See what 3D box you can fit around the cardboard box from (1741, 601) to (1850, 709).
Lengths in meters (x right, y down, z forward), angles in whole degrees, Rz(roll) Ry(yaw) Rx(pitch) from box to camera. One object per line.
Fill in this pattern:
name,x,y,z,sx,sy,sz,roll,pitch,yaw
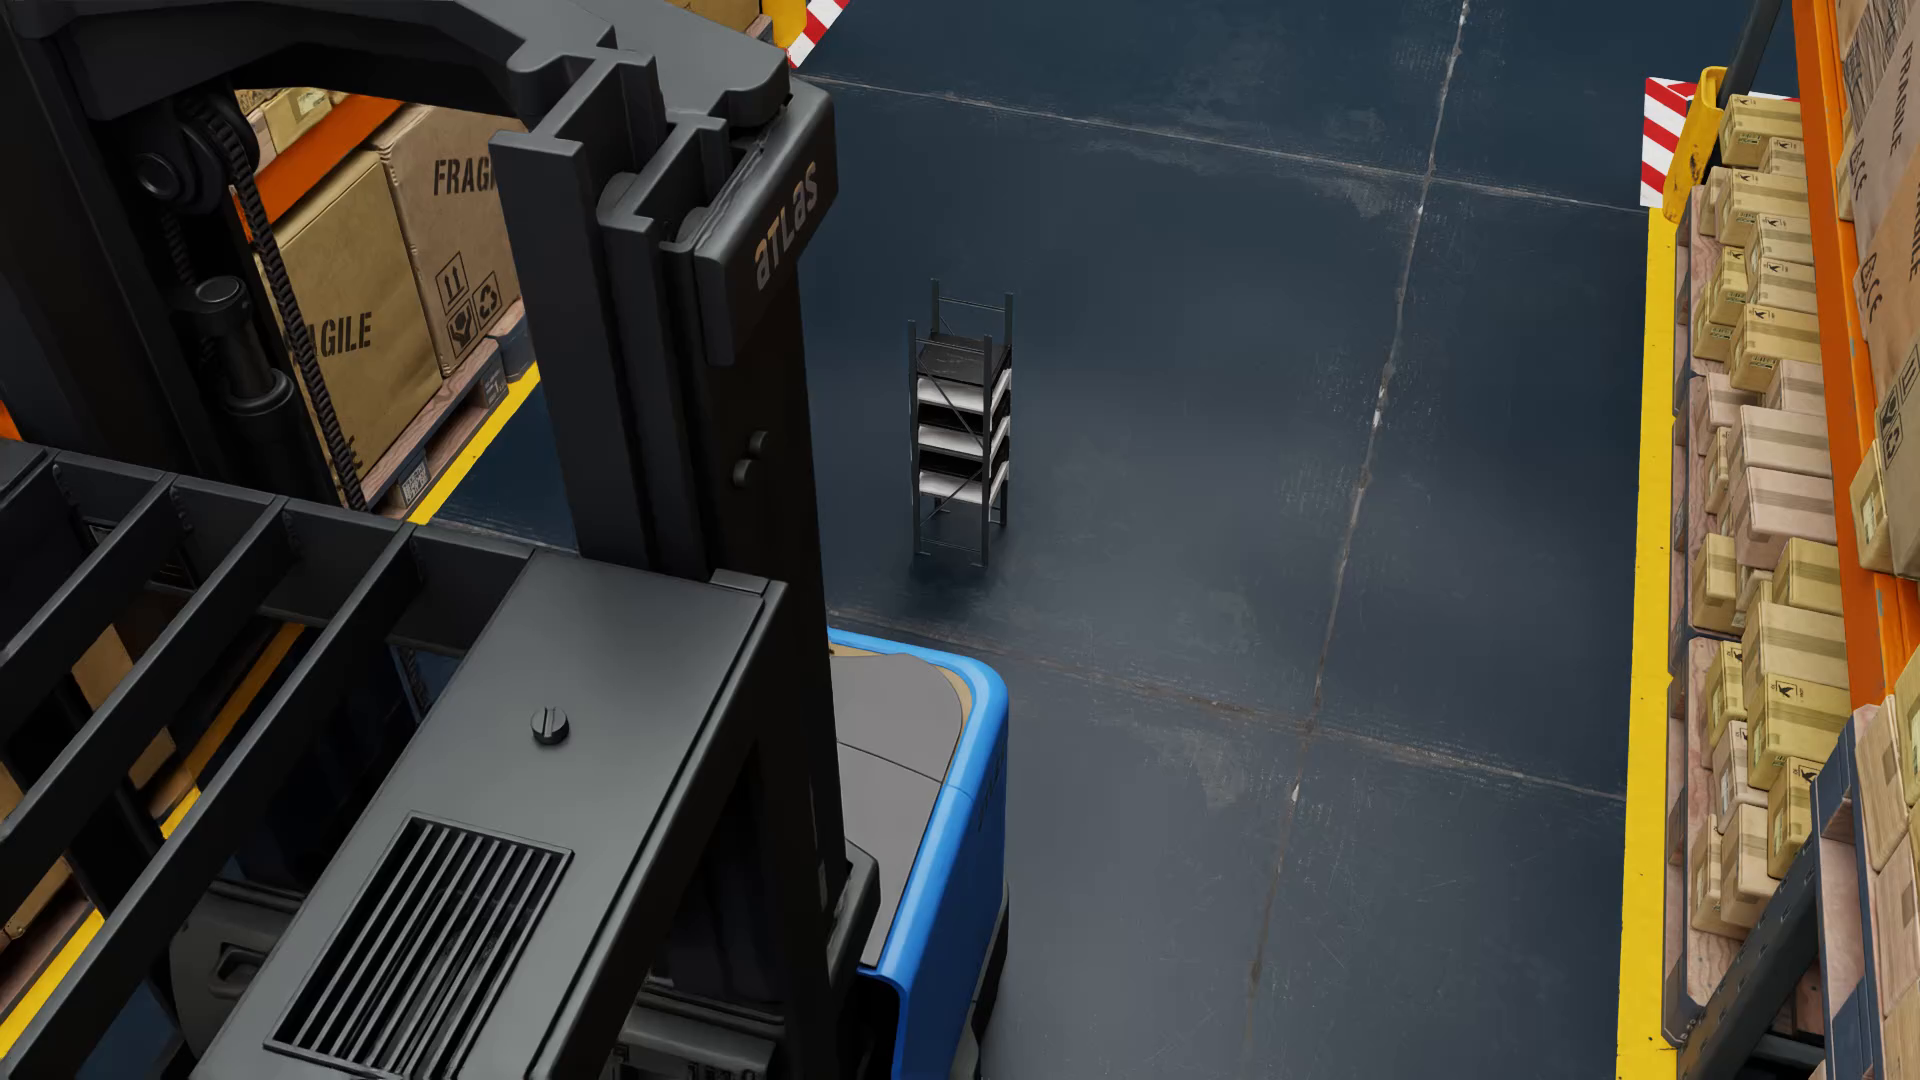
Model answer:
cardboard box,2.146,0.323,4.088,0.380,0.149,0.250,12,46,12

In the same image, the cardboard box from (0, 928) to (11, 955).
cardboard box,-2.962,0.823,3.483,1.225,0.875,0.875,11,45,11

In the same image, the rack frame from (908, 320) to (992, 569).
rack frame,-0.028,-0.259,4.872,0.240,0.900,0.006,13,46,12

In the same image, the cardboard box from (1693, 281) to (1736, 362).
cardboard box,2.674,-0.705,5.564,0.380,0.149,0.250,13,46,13

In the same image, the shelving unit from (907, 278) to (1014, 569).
shelving unit,0.002,-0.327,4.941,0.258,0.900,0.210,13,46,12

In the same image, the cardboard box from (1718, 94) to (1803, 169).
cardboard box,2.907,-1.428,5.877,0.380,0.149,0.250,11,45,11

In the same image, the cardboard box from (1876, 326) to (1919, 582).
cardboard box,2.056,-0.219,3.045,0.500,0.500,0.500,13,46,13

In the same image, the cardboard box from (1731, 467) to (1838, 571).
cardboard box,2.293,-0.034,4.453,0.380,0.149,0.250,10,45,11

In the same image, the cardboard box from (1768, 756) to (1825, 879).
cardboard box,2.038,0.669,3.734,0.380,0.149,0.250,14,46,14

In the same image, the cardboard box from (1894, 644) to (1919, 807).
cardboard box,1.621,0.304,2.462,0.380,0.149,0.250,13,46,13

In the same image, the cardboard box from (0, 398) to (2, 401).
cardboard box,-2.399,-0.479,3.523,0.500,0.500,0.500,13,46,13

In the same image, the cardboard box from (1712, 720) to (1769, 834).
cardboard box,2.041,0.607,4.010,0.380,0.149,0.250,11,45,11

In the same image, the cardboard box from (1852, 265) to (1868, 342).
cardboard box,2.309,-0.559,3.857,0.380,0.149,0.250,11,45,11

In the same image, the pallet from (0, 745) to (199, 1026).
pallet,-2.680,0.714,4.369,1.003,0.211,1.213,13,46,13

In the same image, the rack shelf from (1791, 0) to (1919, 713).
rack shelf,2.784,-0.771,4.408,1.077,0.370,4.000,13,46,13

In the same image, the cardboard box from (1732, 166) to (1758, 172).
cardboard box,2.987,-1.304,5.963,0.380,0.149,0.250,14,46,14

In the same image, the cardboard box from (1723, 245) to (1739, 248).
cardboard box,2.925,-1.019,5.885,0.380,0.149,0.250,12,46,12

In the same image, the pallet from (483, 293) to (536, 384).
pallet,-1.845,-1.122,6.246,1.003,0.211,1.213,13,46,12

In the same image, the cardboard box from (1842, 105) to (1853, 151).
cardboard box,2.556,-1.074,4.383,0.380,0.149,0.250,14,46,14

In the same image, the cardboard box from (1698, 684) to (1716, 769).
cardboard box,2.150,0.495,4.338,0.380,0.149,0.250,11,45,11

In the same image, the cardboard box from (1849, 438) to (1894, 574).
cardboard box,2.016,-0.040,3.326,0.380,0.149,0.250,11,46,11

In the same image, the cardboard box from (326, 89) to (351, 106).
cardboard box,-1.875,-1.376,4.691,0.380,0.149,0.250,11,46,11

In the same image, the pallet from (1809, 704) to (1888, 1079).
pallet,1.808,0.852,2.372,1.003,0.211,1.213,13,46,13

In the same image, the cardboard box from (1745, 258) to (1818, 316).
cardboard box,2.651,-0.712,5.146,0.380,0.149,0.250,14,46,14

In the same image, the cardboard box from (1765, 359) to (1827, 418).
cardboard box,2.543,-0.358,4.784,0.380,0.149,0.250,13,46,13

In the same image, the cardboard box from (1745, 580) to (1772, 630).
cardboard box,2.275,0.279,4.346,0.380,0.149,0.250,13,46,13

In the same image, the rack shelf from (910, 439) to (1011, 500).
rack shelf,0.002,-0.239,5.027,0.258,0.077,0.200,13,46,12

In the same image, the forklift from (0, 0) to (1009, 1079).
forklift,-0.773,0.880,2.255,1.130,2.935,3.031,11,45,11

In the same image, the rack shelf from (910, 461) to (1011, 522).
rack shelf,0.002,-0.175,5.090,0.258,0.077,0.200,13,46,12

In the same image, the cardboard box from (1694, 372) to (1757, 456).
cardboard box,2.530,-0.367,5.219,0.380,0.149,0.250,10,45,11

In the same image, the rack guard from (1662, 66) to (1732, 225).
rack guard,3.367,-1.417,6.341,1.175,0.500,0.348,13,46,13

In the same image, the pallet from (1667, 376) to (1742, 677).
pallet,2.716,0.031,5.068,1.003,0.211,1.213,13,46,13

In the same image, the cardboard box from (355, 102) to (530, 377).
cardboard box,-1.969,-1.226,5.578,0.875,0.875,0.875,13,46,13

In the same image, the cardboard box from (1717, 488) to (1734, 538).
cardboard box,2.429,-0.009,4.853,0.380,0.149,0.250,13,46,13

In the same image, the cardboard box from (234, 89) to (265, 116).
cardboard box,-2.126,-1.123,4.148,0.500,0.250,0.500,12,46,12

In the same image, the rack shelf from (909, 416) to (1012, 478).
rack shelf,0.002,-0.303,4.964,0.258,0.077,0.200,13,46,12

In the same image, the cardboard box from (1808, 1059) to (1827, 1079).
cardboard box,1.703,1.217,2.813,0.500,0.250,0.500,11,45,11

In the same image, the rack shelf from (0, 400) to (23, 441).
rack shelf,-3.124,0.777,2.825,1.077,0.370,4.000,13,46,13

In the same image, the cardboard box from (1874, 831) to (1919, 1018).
cardboard box,1.543,0.596,2.376,0.380,0.149,0.250,13,46,13

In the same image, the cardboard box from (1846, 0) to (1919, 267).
cardboard box,2.366,-0.896,3.737,0.500,0.500,0.500,12,46,12

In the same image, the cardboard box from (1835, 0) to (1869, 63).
cardboard box,2.693,-1.577,4.432,0.500,0.500,0.500,13,46,13

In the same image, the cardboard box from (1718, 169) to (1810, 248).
cardboard box,2.740,-1.078,5.519,0.380,0.149,0.250,12,46,12

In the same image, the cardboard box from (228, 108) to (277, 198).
cardboard box,-2.032,-1.025,4.332,0.380,0.149,0.250,11,45,11

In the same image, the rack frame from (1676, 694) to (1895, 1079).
rack frame,2.179,0.305,2.794,1.000,3.000,0.127,13,46,13

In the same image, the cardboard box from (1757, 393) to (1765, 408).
cardboard box,2.646,-0.417,5.057,0.380,0.149,0.250,15,46,15
